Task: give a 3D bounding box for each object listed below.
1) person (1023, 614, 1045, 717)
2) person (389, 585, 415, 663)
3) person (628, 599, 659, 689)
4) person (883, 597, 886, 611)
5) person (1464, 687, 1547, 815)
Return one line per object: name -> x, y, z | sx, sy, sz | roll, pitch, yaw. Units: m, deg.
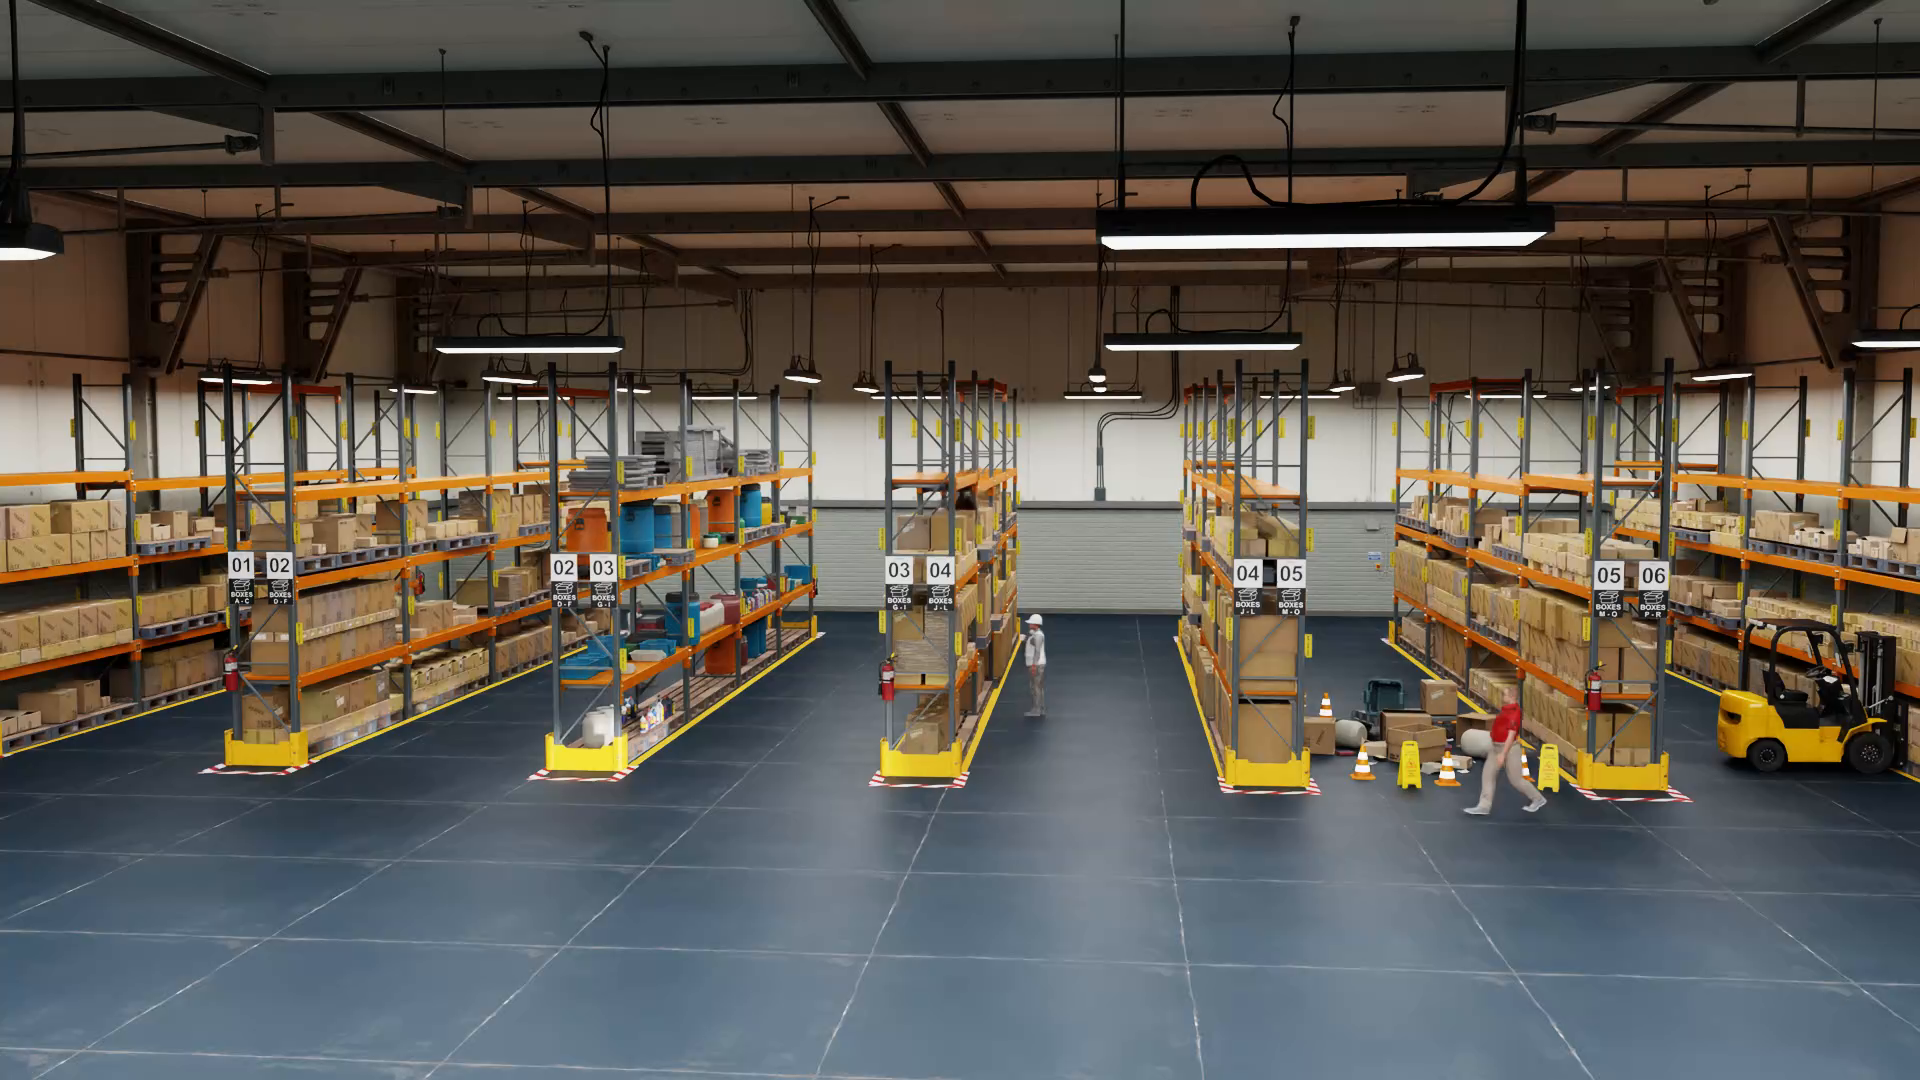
person -> 1.299, 2.193, 29.136 | 0.388, 1.788, 0.600 | 0, 4, 3
person -> -12.101, 1.780, 35.930 | 0.627, 1.644, 0.997 | 0, 4, 3
person -> -6.132, 2.008, 32.244 | 0.623, 1.750, 0.574 | -1, 4, -19
person -> -1.469, 1.637, 38.054 | 0.576, 1.730, 0.986 | 1, 4, 11
person -> 7.097, 2.742, 21.534 | 1.001, 1.684, 0.510 | -1, 4, -16
